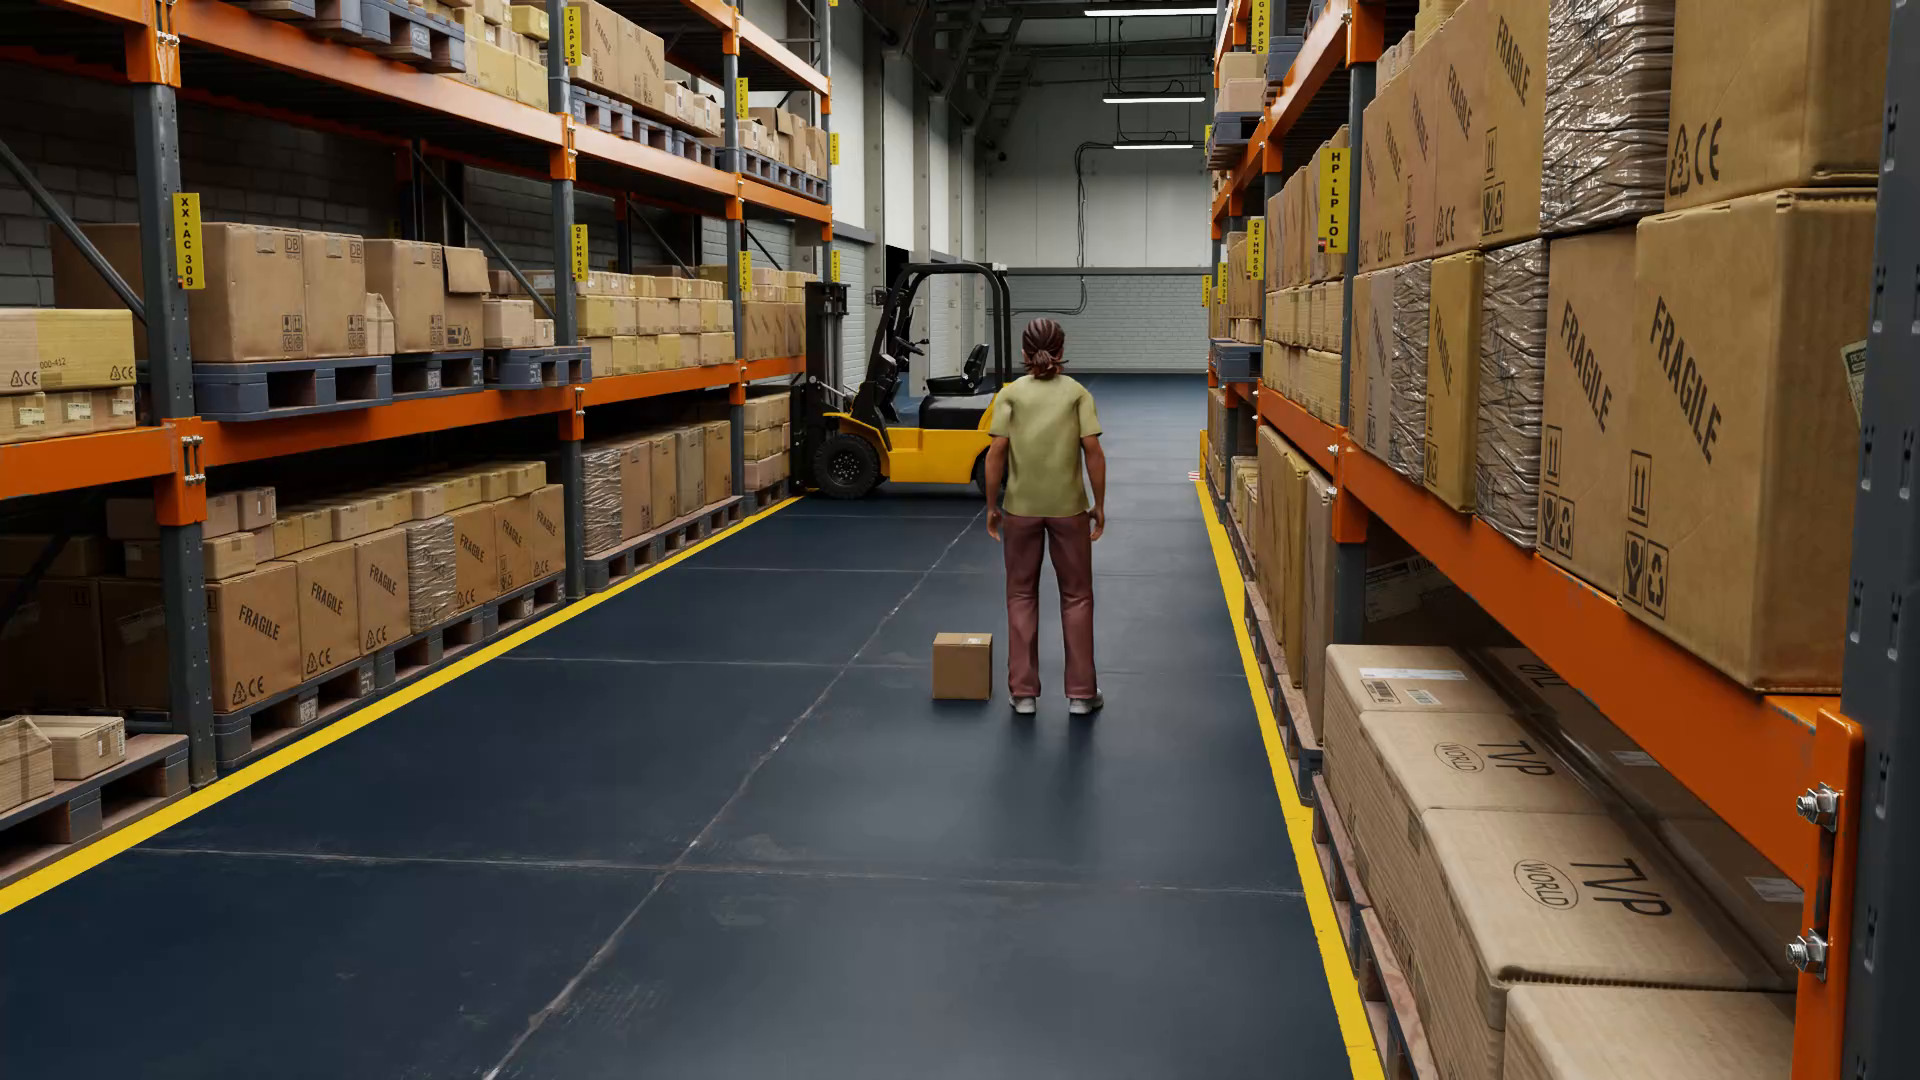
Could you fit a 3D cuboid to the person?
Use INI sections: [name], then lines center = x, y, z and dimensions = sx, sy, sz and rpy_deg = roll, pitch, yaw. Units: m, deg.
[person]
center = 0.365, -0.099, 7.056
dimensions = 0.513, 1.668, 0.347
rpy_deg = 1, 8, 4
